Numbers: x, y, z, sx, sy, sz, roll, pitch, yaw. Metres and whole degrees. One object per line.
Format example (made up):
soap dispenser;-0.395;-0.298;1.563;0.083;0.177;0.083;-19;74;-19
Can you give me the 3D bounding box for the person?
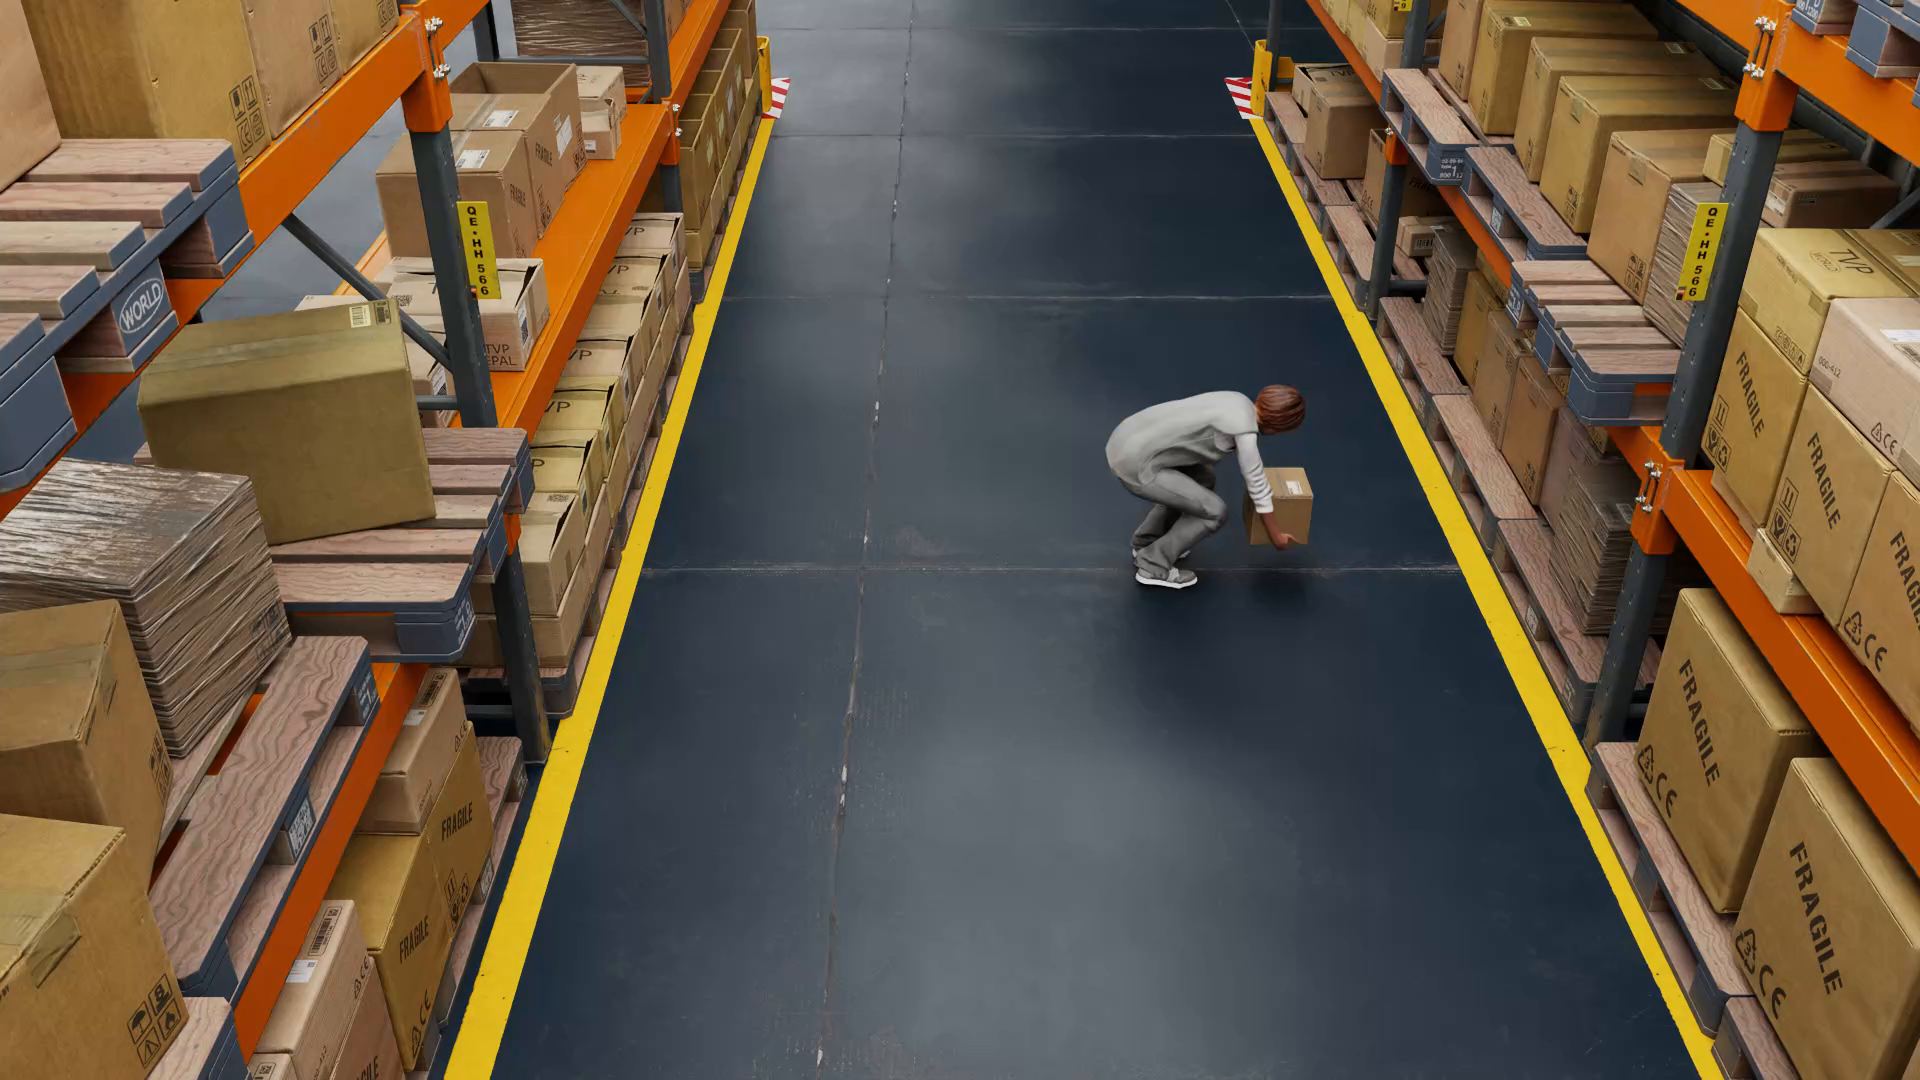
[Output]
person;1.045;-0.240;7.218;0.849;0.872;0.430;-1;32;-2
